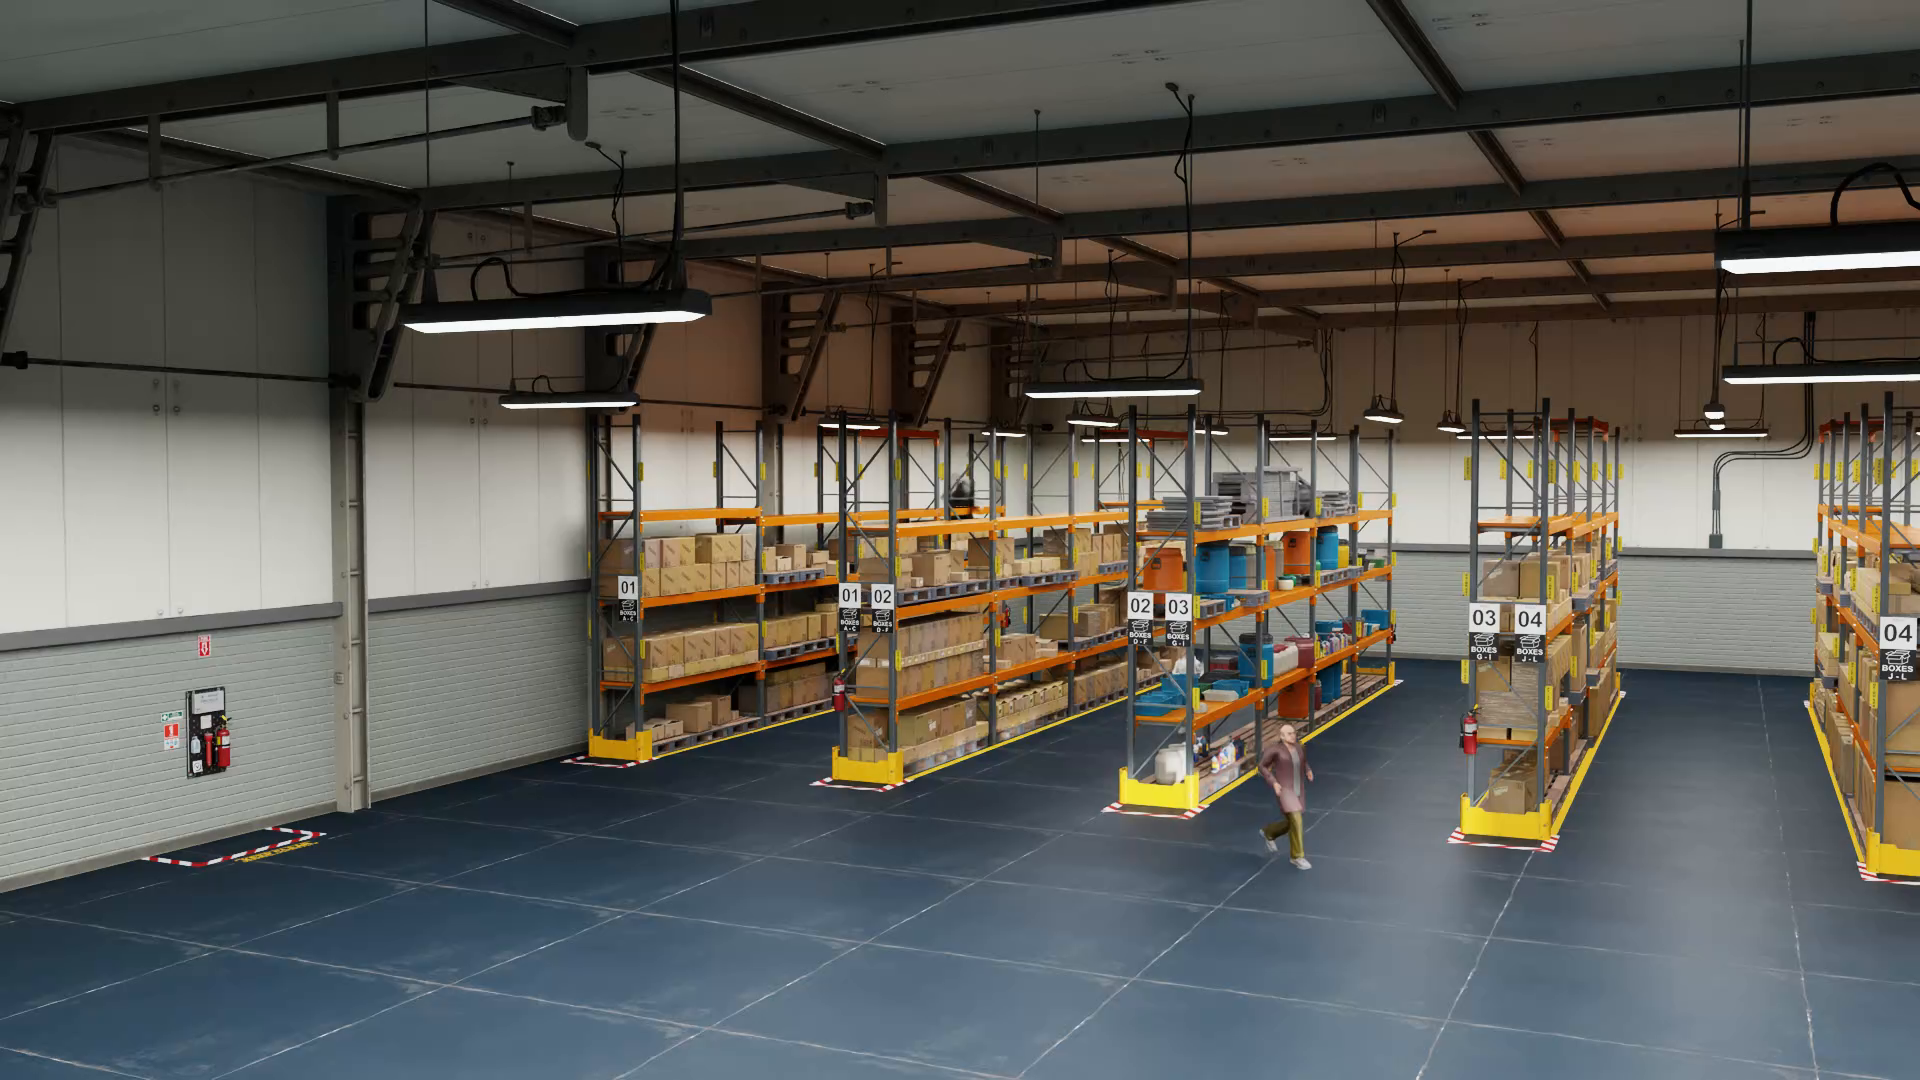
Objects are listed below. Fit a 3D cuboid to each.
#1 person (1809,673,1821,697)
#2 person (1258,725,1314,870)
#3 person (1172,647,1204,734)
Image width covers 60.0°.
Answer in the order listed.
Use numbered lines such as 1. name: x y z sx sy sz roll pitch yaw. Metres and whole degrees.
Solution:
1. person: 19.073 2.686 36.420 0.914 1.650 0.609 2 3 34
2. person: 4.183 3.247 21.262 0.699 1.783 0.924 -2 3 -33
3. person: 4.378 2.852 32.060 0.628 1.692 0.892 1 3 29
